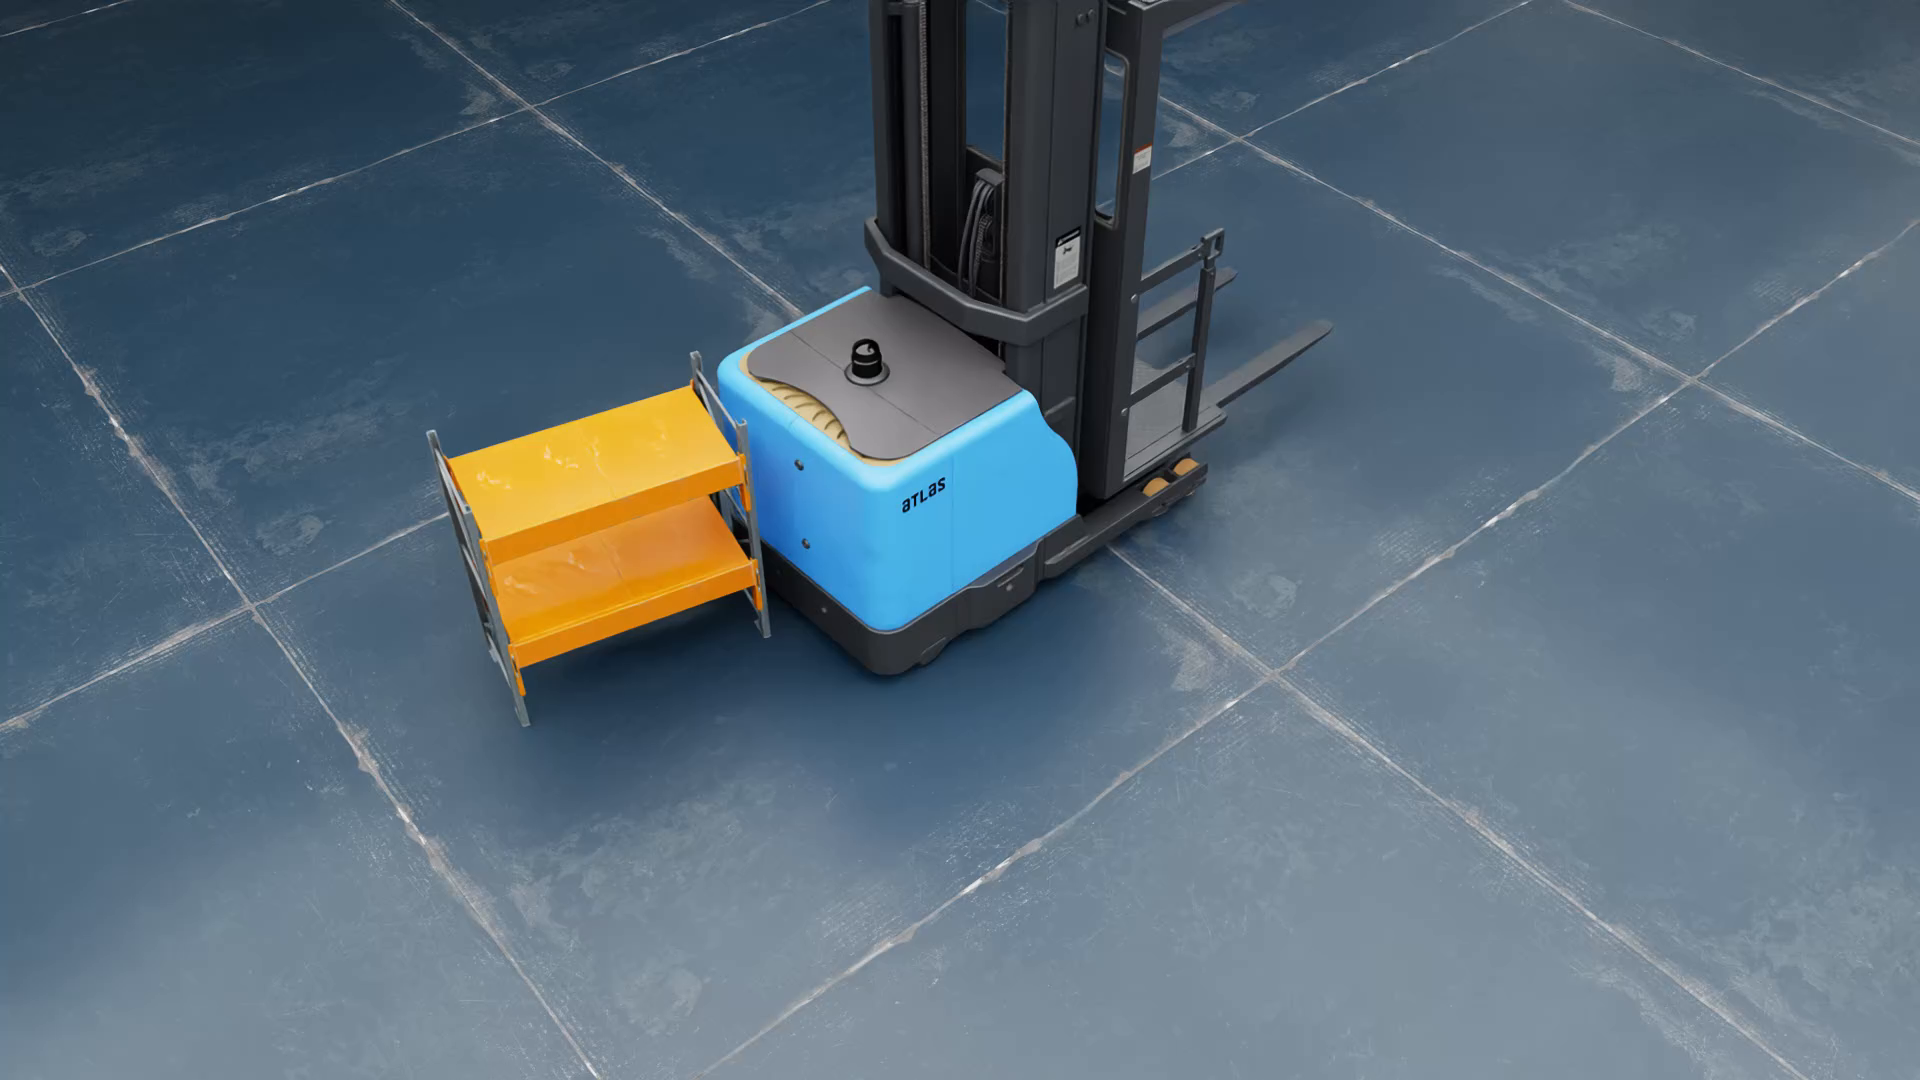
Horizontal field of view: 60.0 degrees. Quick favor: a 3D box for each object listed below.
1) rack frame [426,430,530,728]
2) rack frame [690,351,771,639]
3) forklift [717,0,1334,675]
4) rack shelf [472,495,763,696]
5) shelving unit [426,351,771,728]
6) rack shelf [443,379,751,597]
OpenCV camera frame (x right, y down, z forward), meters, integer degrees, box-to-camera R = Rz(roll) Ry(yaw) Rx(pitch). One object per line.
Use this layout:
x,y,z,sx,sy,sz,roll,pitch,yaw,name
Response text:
-1.804,0.166,6.252,0.032,1.125,0.500,-20,47,-20,rack frame
-0.905,-0.159,6.598,0.032,1.125,0.500,-20,47,-20,rack frame
0.469,-1.415,6.616,3.031,2.935,1.130,-32,52,-30,forklift
-1.355,0.181,6.592,1.000,0.278,0.538,-20,47,-20,rack shelf
-1.355,0.003,6.425,1.048,1.125,0.538,-20,47,-20,shelving unit
-1.355,-0.210,6.225,1.000,0.278,0.538,-20,47,-20,rack shelf
